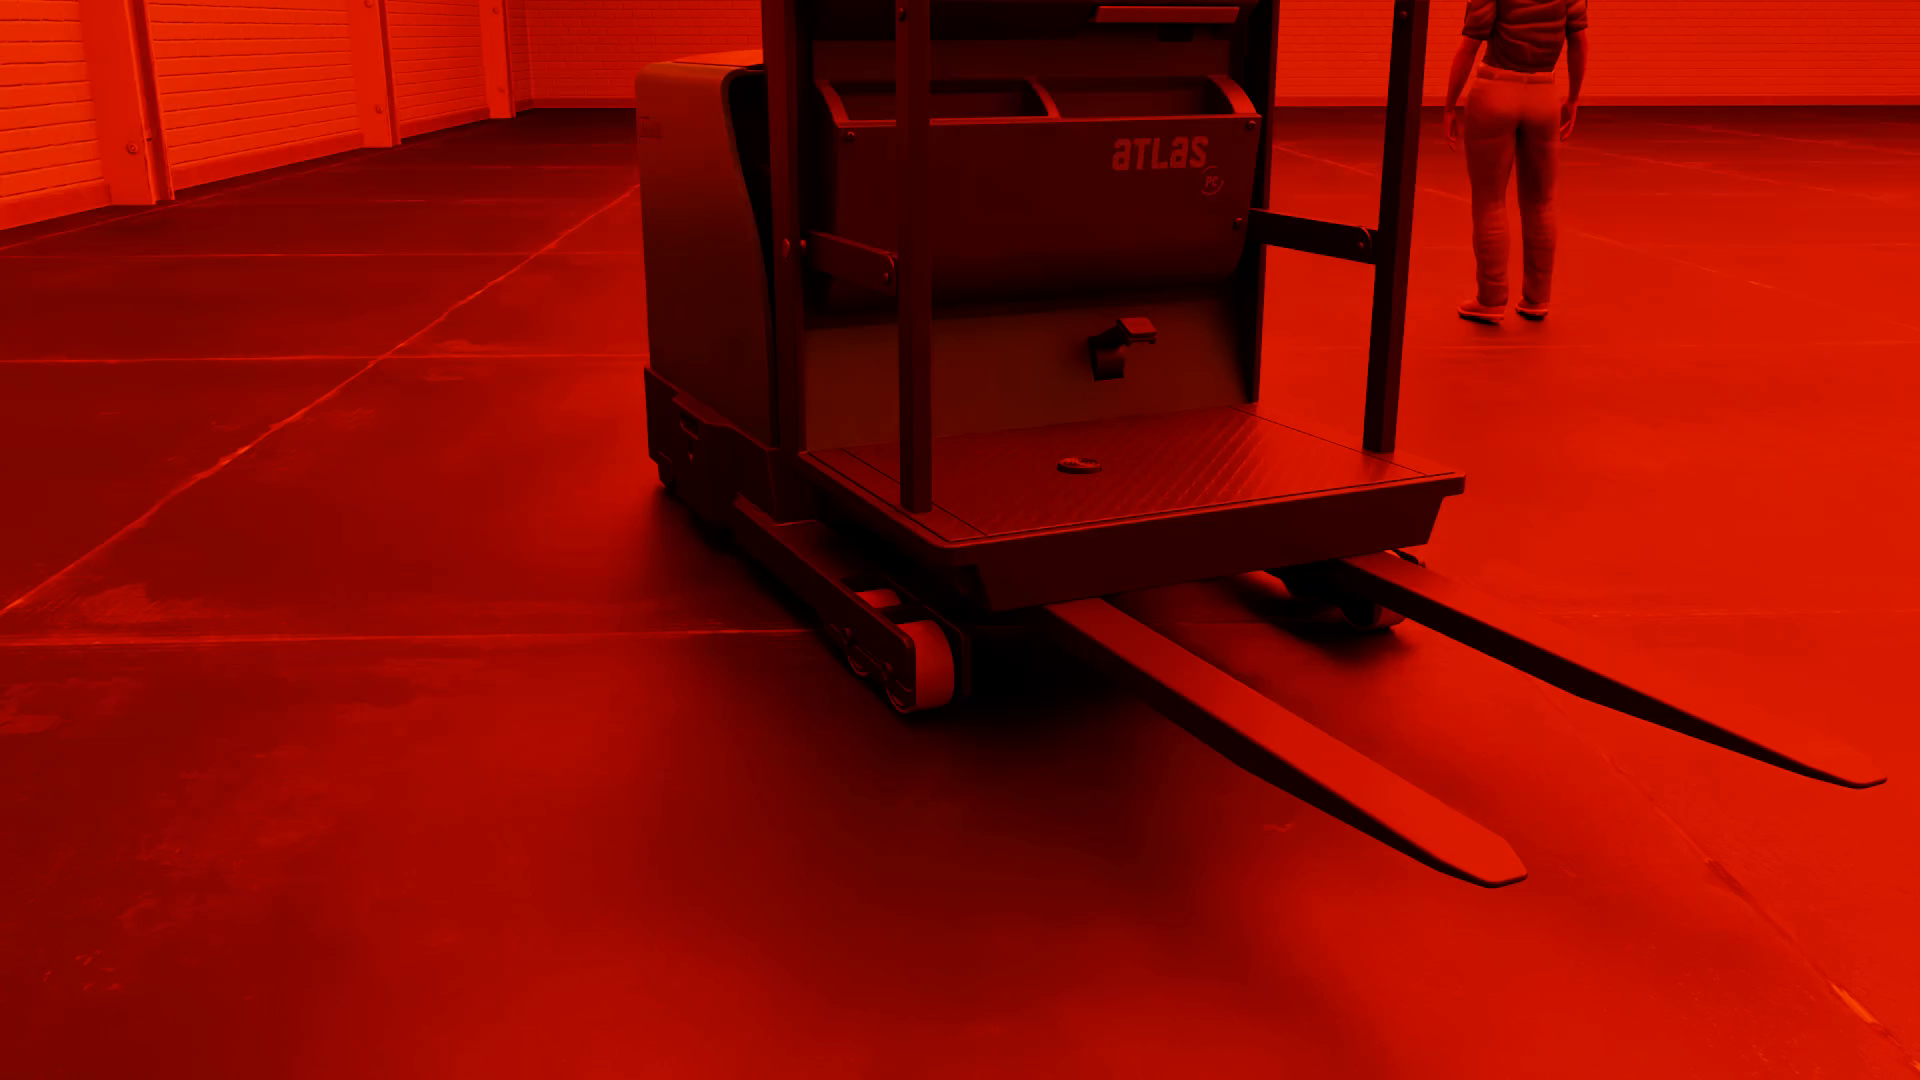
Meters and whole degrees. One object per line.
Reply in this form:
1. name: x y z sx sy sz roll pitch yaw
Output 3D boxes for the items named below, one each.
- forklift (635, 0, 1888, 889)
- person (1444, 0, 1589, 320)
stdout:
1. forklift: 0.258 -1.240 2.962 1.130 2.935 3.031 -8 19 -24
2. person: 2.205 -1.714 6.670 0.570 1.654 0.504 0 17 -1
